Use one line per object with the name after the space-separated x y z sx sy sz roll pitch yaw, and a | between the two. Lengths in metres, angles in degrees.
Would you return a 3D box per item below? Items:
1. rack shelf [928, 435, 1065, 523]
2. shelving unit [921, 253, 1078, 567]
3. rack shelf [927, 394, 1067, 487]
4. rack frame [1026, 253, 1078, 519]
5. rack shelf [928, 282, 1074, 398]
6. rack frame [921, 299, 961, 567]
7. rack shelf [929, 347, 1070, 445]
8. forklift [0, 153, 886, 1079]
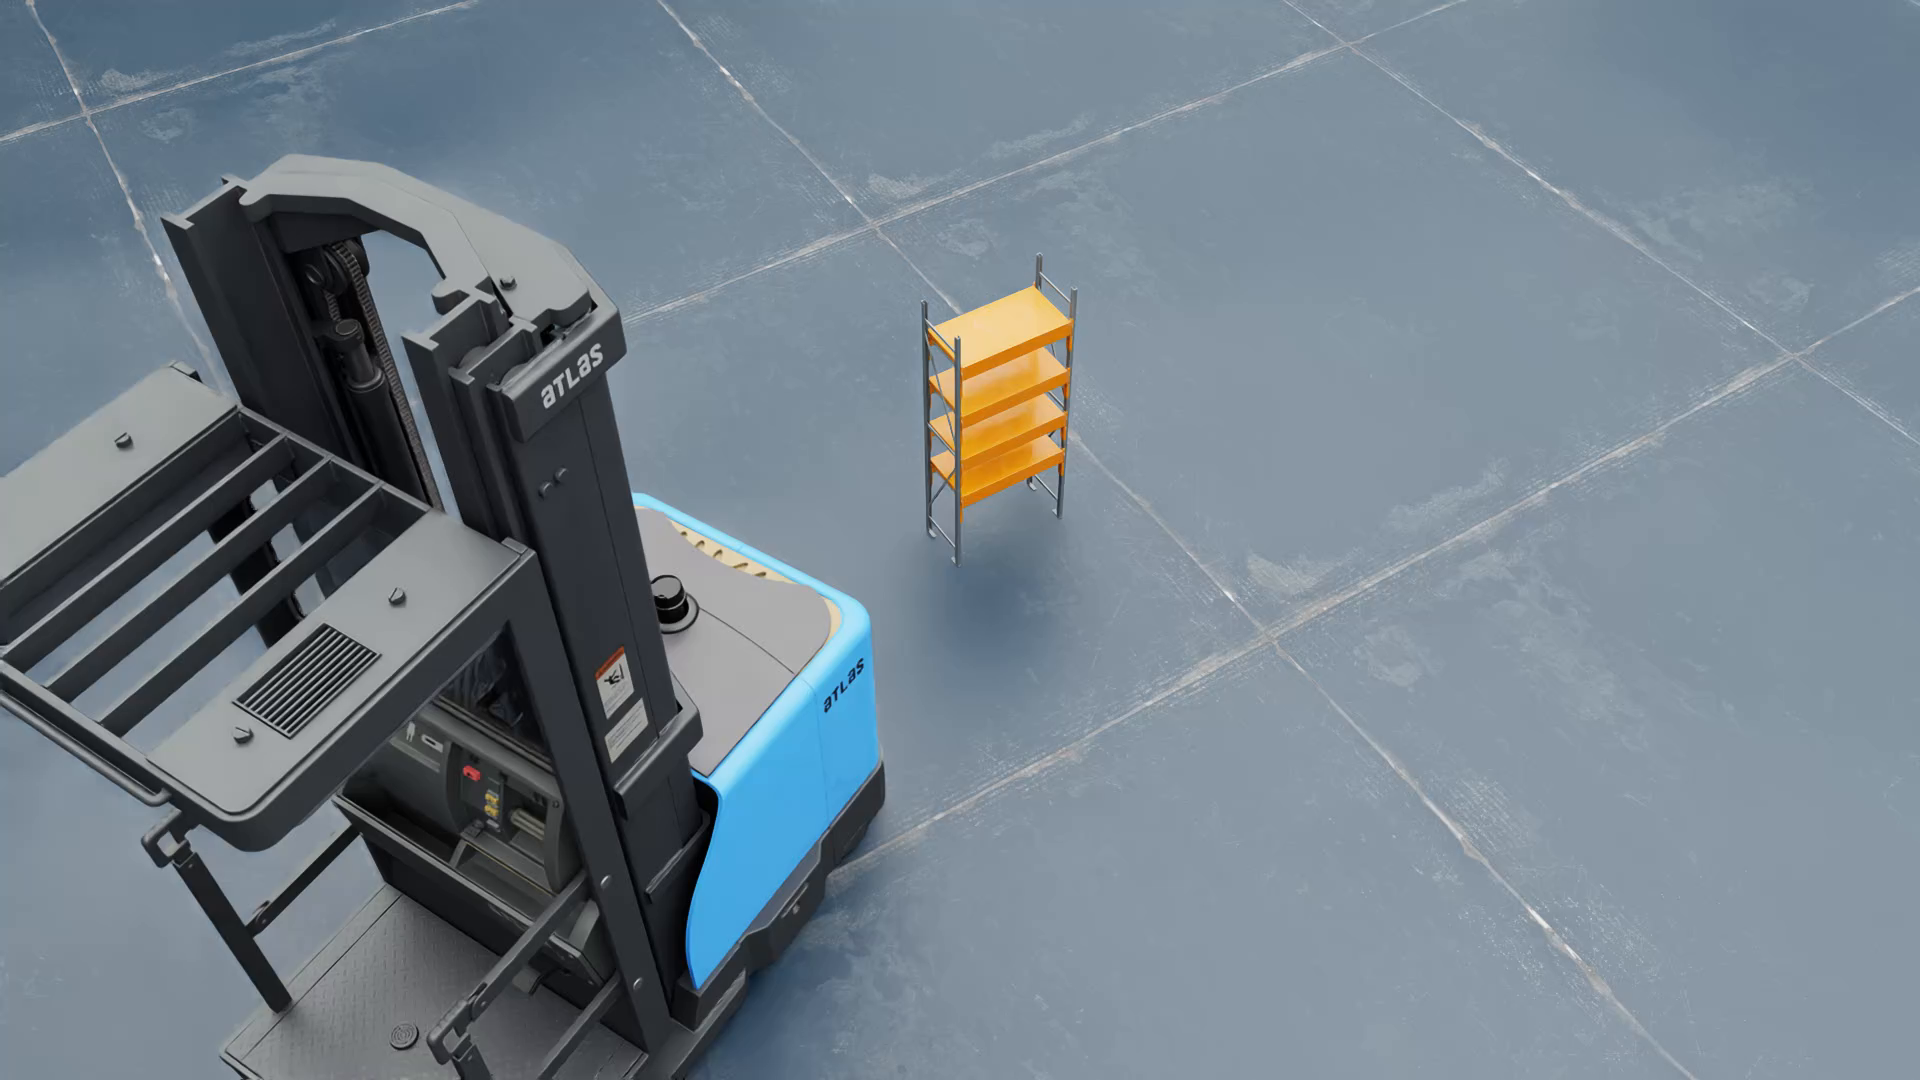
0.140 -0.288 6.504 0.480 0.148 0.258 -25 53 -21 | rack shelf
0.140 -0.465 6.306 0.503 1.200 0.258 -25 53 -21 | shelving unit
0.140 -0.420 6.356 0.480 0.148 0.258 -25 53 -21 | rack shelf
0.346 -0.562 6.393 0.015 1.200 0.240 -25 53 -21 | rack frame
0.140 -0.726 6.013 0.480 0.148 0.258 -25 53 -21 | rack shelf
-0.066 -0.368 6.219 0.015 1.200 0.240 -25 53 -21 | rack frame
0.140 -0.569 6.189 0.480 0.148 0.258 -25 53 -21 | rack shelf
-1.474 0.682 4.125 1.130 2.935 3.031 25 53 21 | forklift
